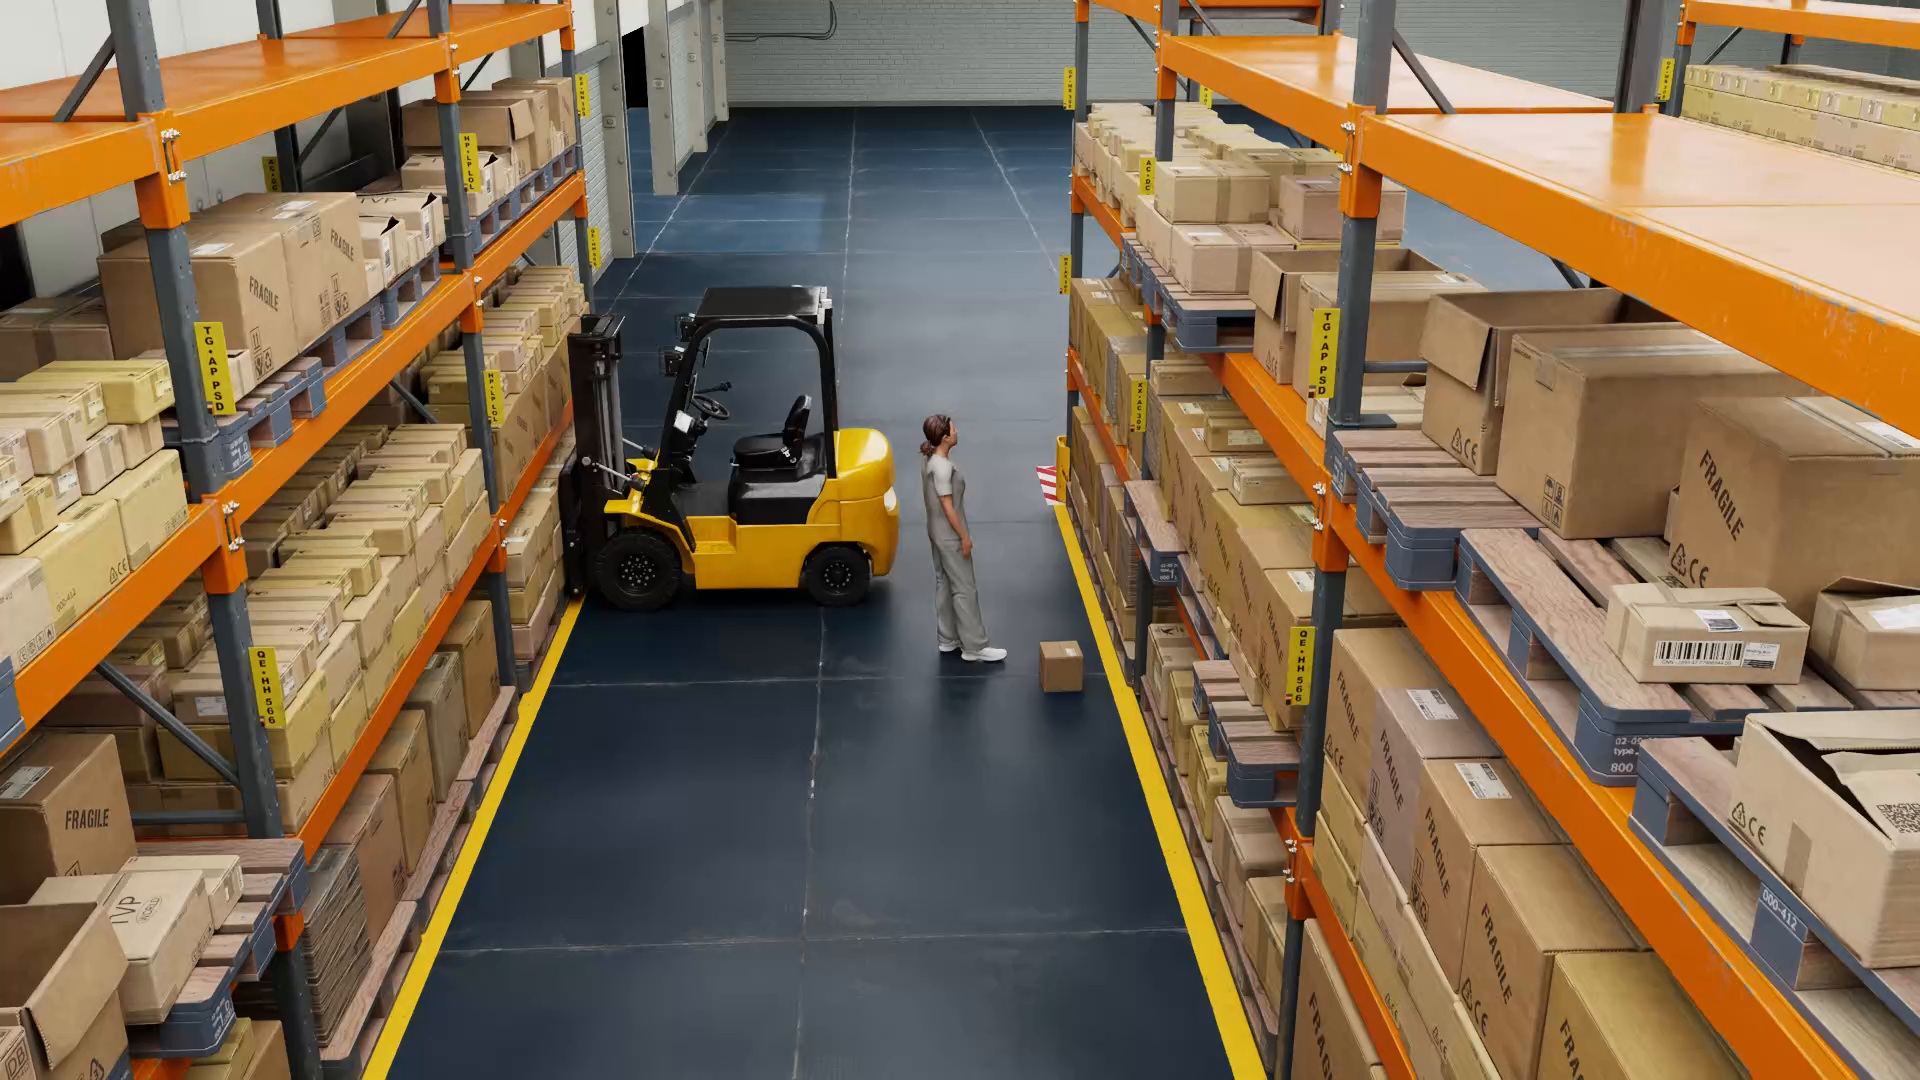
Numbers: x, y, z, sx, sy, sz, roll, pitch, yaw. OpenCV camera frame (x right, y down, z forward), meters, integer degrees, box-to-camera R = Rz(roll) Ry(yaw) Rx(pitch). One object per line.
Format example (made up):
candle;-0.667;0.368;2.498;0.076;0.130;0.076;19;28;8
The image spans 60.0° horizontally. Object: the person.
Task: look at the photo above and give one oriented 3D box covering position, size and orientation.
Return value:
person;-0.006;-0.036;11.150;0.550;1.677;0.550;-5;21;-14
